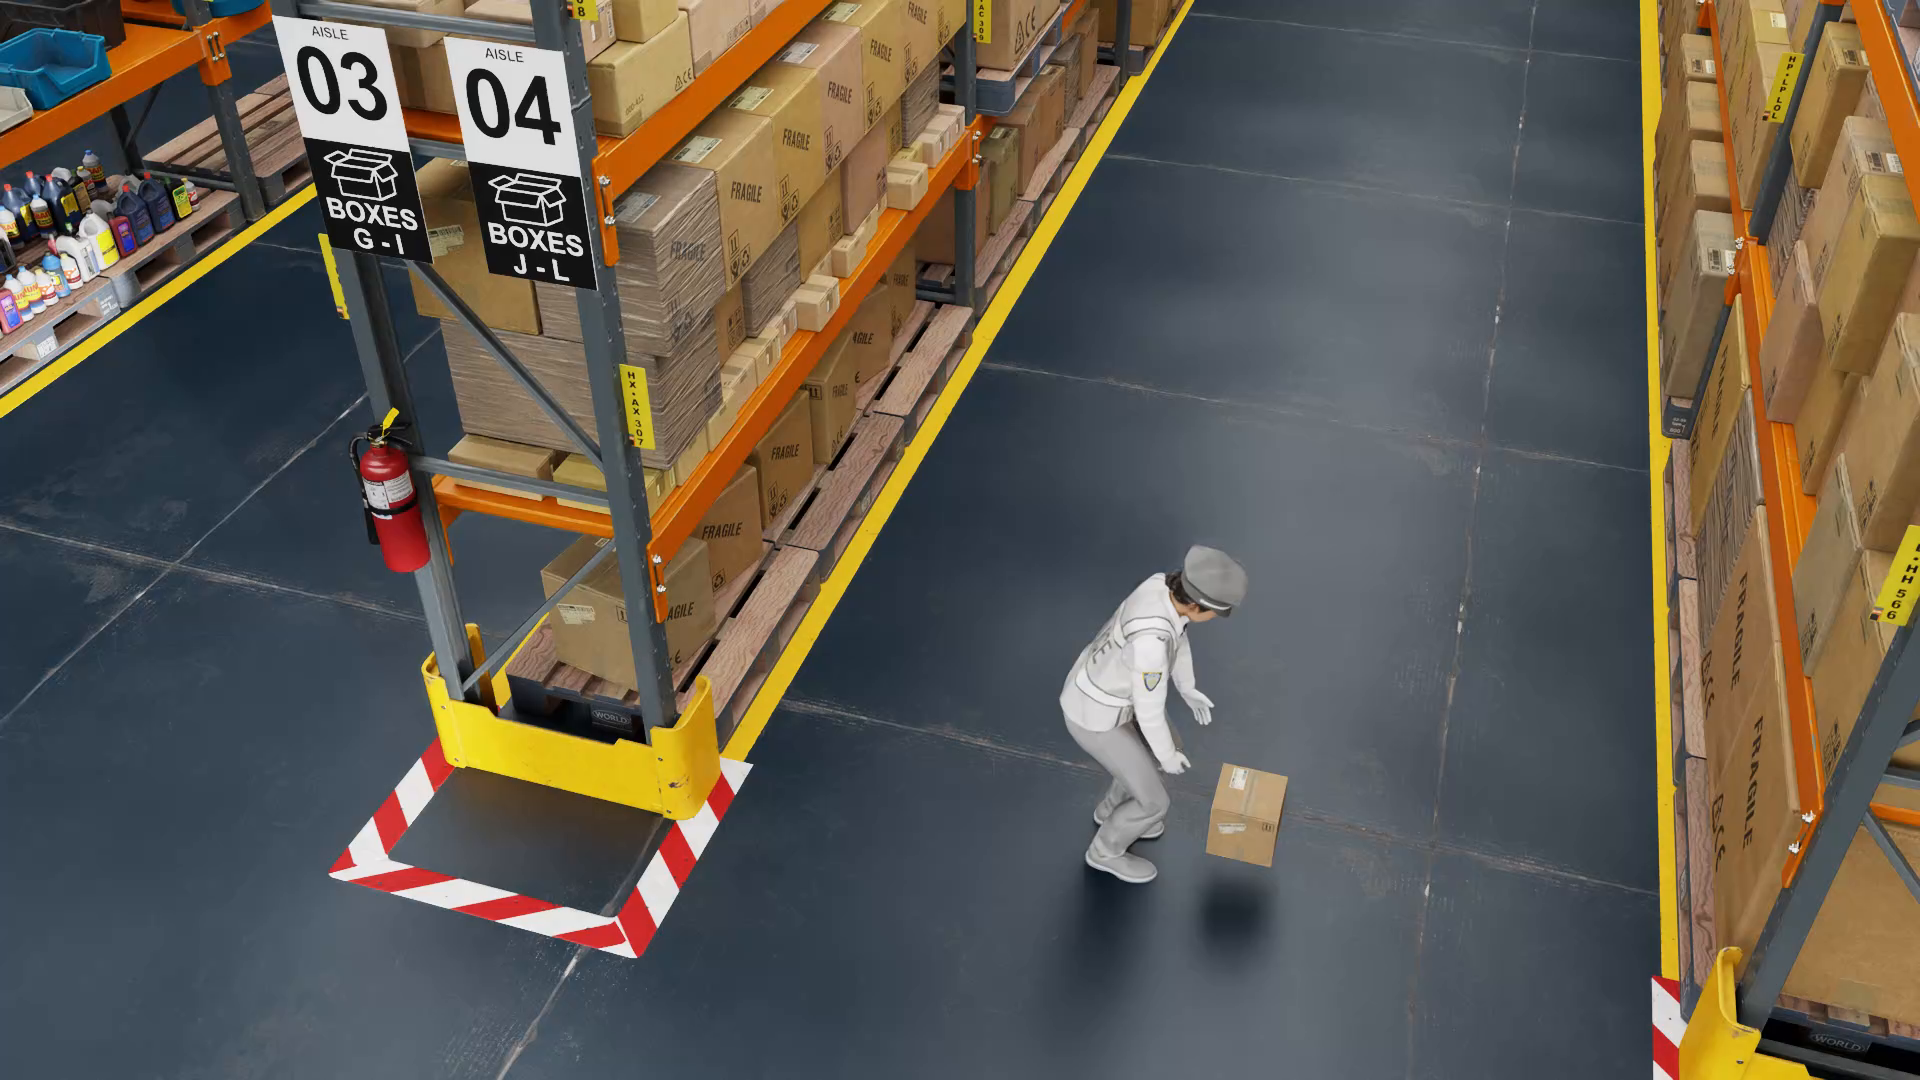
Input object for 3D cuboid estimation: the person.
[{"bbox_3d":[0.700,0.629,6.226,0.633,1.479,0.532,11,39,14],"label":"person"}]
